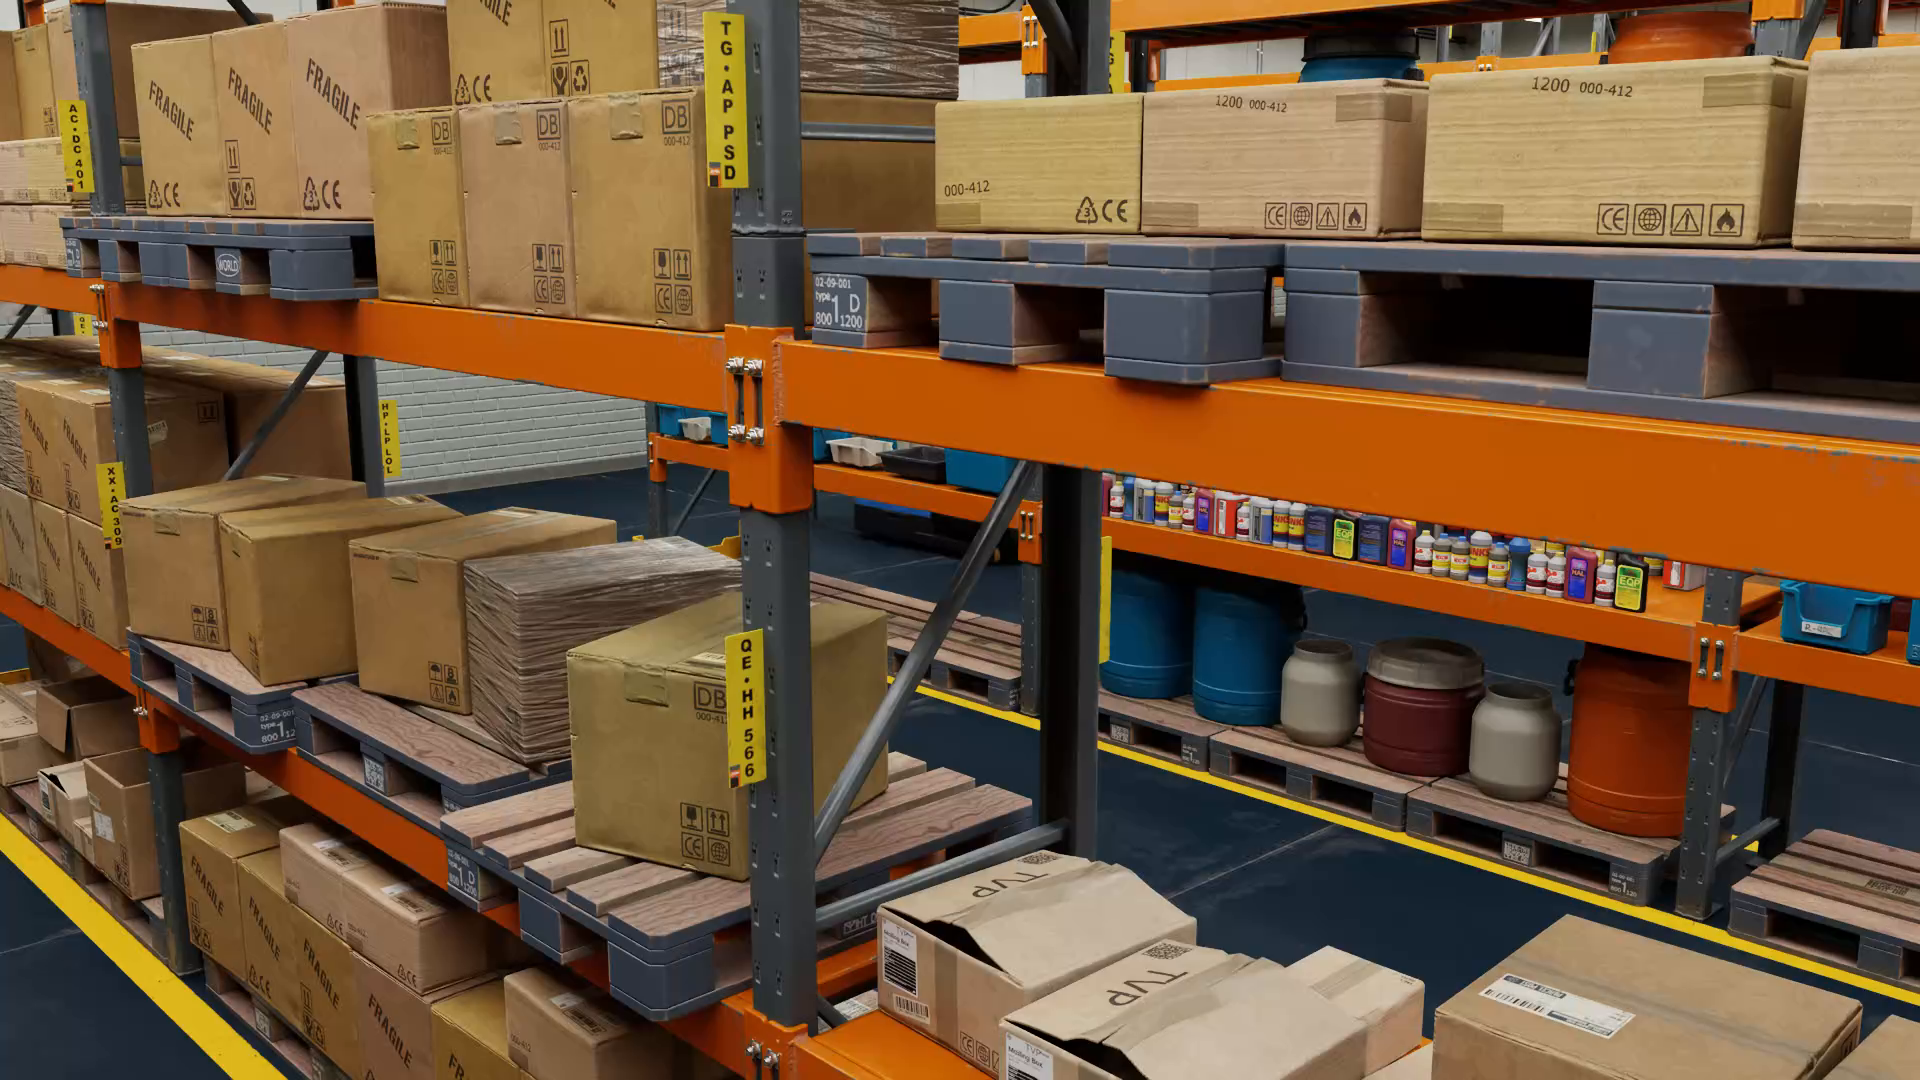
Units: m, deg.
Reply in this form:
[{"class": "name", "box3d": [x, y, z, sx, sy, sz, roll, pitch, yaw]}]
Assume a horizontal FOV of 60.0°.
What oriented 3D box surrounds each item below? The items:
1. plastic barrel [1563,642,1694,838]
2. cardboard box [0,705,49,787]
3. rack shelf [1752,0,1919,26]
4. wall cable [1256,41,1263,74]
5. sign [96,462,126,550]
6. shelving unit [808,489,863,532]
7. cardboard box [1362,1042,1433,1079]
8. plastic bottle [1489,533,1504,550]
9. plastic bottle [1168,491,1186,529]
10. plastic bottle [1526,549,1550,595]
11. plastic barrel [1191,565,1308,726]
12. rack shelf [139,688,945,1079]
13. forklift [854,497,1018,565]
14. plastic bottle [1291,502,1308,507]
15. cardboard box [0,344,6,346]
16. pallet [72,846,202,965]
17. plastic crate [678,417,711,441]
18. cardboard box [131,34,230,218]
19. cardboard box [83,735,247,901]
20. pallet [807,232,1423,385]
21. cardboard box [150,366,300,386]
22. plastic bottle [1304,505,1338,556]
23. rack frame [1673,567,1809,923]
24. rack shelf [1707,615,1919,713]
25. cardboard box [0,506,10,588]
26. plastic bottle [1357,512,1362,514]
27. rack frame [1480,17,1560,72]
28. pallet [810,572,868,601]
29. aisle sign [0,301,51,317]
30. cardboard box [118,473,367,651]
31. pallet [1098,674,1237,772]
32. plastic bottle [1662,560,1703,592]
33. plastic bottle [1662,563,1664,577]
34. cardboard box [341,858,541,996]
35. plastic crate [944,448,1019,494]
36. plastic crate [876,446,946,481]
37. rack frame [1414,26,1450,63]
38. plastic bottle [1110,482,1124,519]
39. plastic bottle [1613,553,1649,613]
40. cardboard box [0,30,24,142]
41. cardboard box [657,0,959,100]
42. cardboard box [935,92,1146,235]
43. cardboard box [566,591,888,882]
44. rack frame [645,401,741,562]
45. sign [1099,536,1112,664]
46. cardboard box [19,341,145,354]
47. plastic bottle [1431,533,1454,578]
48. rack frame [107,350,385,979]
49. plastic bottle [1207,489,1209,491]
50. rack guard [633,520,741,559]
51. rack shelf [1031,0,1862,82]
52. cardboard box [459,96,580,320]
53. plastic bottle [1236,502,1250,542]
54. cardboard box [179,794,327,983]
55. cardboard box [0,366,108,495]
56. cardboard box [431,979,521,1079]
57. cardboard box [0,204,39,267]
[{"class": "plastic barrel", "box3d": [3.180, 0.900, 7.787, 0.600, 0.830, 0.708, -11, 16, -43]}, {"class": "cardboard box", "box3d": [-4.718, 1.030, 8.543, 0.500, 0.250, 0.500, -11, 16, -43]}, {"class": "rack shelf", "box3d": [13.724, -7.741, 24.071, 1.077, 0.370, 4.000, -11, 16, -43]}, {"class": "wall cable", "box3d": [4.624, -6.857, 26.229, 0.463, 3.000, 0.029, -11, 16, -43]}, {"class": "sign", "box3d": [-3.204, -0.130, 6.302, 0.100, 0.325, 0.005, -11, 16, -43]}, {"class": "shelving unit", "box3d": [-1.154, -0.875, 15.779, 0.755, 1.500, 0.431, 5, 13, 24]}, {"class": "cardboard box", "box3d": [0.867, 1.102, 3.088, 0.380, 0.149, 0.250, -9, 15, -38]}, {"class": "plastic bottle", "box3d": [2.767, -0.089, 8.569, 0.097, 0.271, 0.097, 0, 12, 0]}, {"class": "plastic bottle", "box3d": [1.193, -0.166, 9.115, 0.097, 0.201, 0.097, 0, 12, 0]}, {"class": "plastic bottle", "box3d": [2.650, 0.142, 7.620, 0.097, 0.201, 0.097, 0, 12, 0]}, {"class": "plastic barrel", "box3d": [1.621, 0.535, 9.380, 0.600, 0.901, 0.708, -11, 16, -43]}, {"class": "rack shelf", "box3d": [-1.436, 0.862, 5.417, 1.077, 0.370, 4.000, -11, 16, -43]}, {"class": "forklift", "box3d": [0.420, -1.336, 14.471, 3.031, 2.935, 1.130, 11, 16, 44]}, {"class": "plastic bottle", "box3d": [1.890, -0.230, 9.253, 0.097, 0.271, 0.097, 0, 12, 0]}, {"class": "cardboard box", "box3d": [-5.463, -0.804, 8.991, 0.500, 0.500, 0.500, -10, 15, -41]}, {"class": "pallet", "box3d": [-3.290, 1.483, 7.530, 1.003, 0.211, 1.213, -11, 16, -43]}, {"class": "plastic crate", "box3d": [-1.900, -0.816, 12.283, 0.250, 0.136, 0.298, -11, 16, -43]}, {"class": "cardboard box", "box3d": [-2.522, -1.472, 5.990, 0.600, 0.600, 0.600, 10, 15, 40]}, {"class": "cardboard box", "box3d": [-3.415, 1.183, 7.181, 0.500, 0.500, 0.500, -11, 16, -43]}, {"class": "pallet", "box3d": [0.479, -0.489, 3.224, 1.213, 0.211, 1.003, -10, 15, -40]}, {"class": "cardboard box", "box3d": [-3.295, -0.505, 7.540, 0.500, 0.500, 0.500, 11, 16, 43]}, {"class": "plastic bottle", "box3d": [1.854, -0.106, 8.455, 0.144, 0.351, 0.185, -11, 16, -43]}, {"class": "rack frame", "box3d": [3.531, 0.111, 7.276, 1.000, 3.000, 0.127, -11, 16, -43]}, {"class": "rack shelf", "box3d": [4.912, 0.756, 5.932, 1.077, 0.370, 4.000, -11, 16, -43]}, {"class": "cardboard box", "box3d": [-4.415, -0.093, 8.018, 0.500, 0.500, 0.500, -11, 16, -42]}, {"class": "plastic bottle", "box3d": [2.228, -0.169, 9.130, 0.097, 0.201, 0.097, 0, 12, 0]}, {"class": "rack frame", "box3d": [4.351, -4.101, 12.854, 1.000, 3.000, 0.127, -11, 16, -43]}, {"class": "pallet", "box3d": [-1.453, 0.435, 12.614, 1.003, 0.211, 1.213, -11, 16, -43]}, {"class": "aisle sign", "box3d": [-5.405, -1.692, 9.588, 0.394, 0.787, 0.004, -11, 16, -43]}, {"class": "cardboard box", "box3d": [-2.651, 0.063, 6.222, 0.500, 0.500, 0.700, 6, 13, 26]}, {"class": "pallet", "box3d": [1.271, 1.012, 9.816, 1.003, 0.211, 1.213, -11, 16, -43]}, {"class": "plastic bottle", "box3d": [3.356, 0.085, 7.711, 0.152, 0.276, 0.135, -11, 16, -43]}, {"class": "plastic bottle", "box3d": [3.405, 0.045, 7.915, 0.097, 0.271, 0.097, 0, 12, 0]}, {"class": "cardboard box", "box3d": [-1.622, 1.182, 5.323, 0.500, 0.250, 0.500, -11, 16, -44]}, {"class": "plastic crate", "box3d": [0.199, -0.515, 10.205, 0.392, 0.384, 0.575, -11, 16, -43]}, {"class": "plastic crate", "box3d": [-0.199, -0.493, 10.742, 0.437, 0.125, 0.590, -11, 16, -43]}, {"class": "rack frame", "box3d": [5.245, -5.361, 18.971, 1.000, 3.000, 0.127, -11, 16, -43]}, {"class": "plastic bottle", "box3d": [0.898, -0.228, 9.417, 0.097, 0.201, 0.097, 0, 12, 0]}, {"class": "plastic bottle", "box3d": [2.943, 0.169, 7.286, 0.061, 0.283, 0.133, -11, 16, -43]}, {"class": "cardboard box", "box3d": [-4.228, -2.073, 7.718, 0.700, 0.500, 0.500, -11, 16, -43]}, {"class": "cardboard box", "box3d": [-0.351, -1.271, 3.828, 0.500, 0.500, 0.500, -11, 16, -43]}, {"class": "cardboard box", "box3d": [0.300, -0.742, 3.315, 0.500, 0.250, 0.500, 10, 15, 41]}, {"class": "cardboard box", "box3d": [-0.571, 0.470, 4.246, 0.500, 0.500, 0.700, 6, 13, 26]}, {"class": "rack frame", "box3d": [-1.994, -1.056, 12.943, 1.000, 3.000, 0.127, -11, 16, -43]}, {"class": "sign", "box3d": [0.345, 0.156, 4.189, 0.100, 0.325, 0.005, -11, 16, -43]}, {"class": "cardboard box", "box3d": [-4.723, -0.805, 8.998, 0.500, 0.500, 0.500, -10, 16, -41]}, {"class": "plastic bottle", "box3d": [2.314, 0.071, 7.965, 0.097, 0.201, 0.097, 0, 12, 0]}, {"class": "rack frame", "box3d": [-2.817, 0.217, 6.762, 1.000, 3.000, 0.127, -11, 16, -43]}, {"class": "plastic bottle", "box3d": [1.449, -0.289, 9.712, 0.097, 0.201, 0.097, 0, 12, 0]}, {"class": "rack guard", "box3d": [-2.020, 0.166, 13.203, 1.175, 0.500, 0.348, -11, 16, -43]}, {"class": "rack shelf", "box3d": [2.149, -2.571, 8.200, 1.077, 0.370, 4.000, -11, 16, -43]}, {"class": "cardboard box", "box3d": [-0.732, -0.850, 4.263, 0.910, 0.500, 0.500, -11, 16, -43]}, {"class": "plastic bottle", "box3d": [1.512, -0.099, 8.787, 0.097, 0.201, 0.097, 0, 12, 0]}, {"class": "cardboard box", "box3d": [-2.659, 1.331, 6.462, 0.500, 0.500, 0.500, 11, 16, 43]}, {"class": "cardboard box", "box3d": [-4.057, -0.507, 7.552, 0.500, 0.500, 0.500, -11, 16, -42]}, {"class": "cardboard box", "box3d": [-1.227, 1.631, 5.007, 0.500, 0.500, 0.500, 11, 16, 43]}, {"class": "cardboard box", "box3d": [-3.683, -1.287, 7.000, 0.500, 0.250, 0.500, -11, 16, -43]}]
